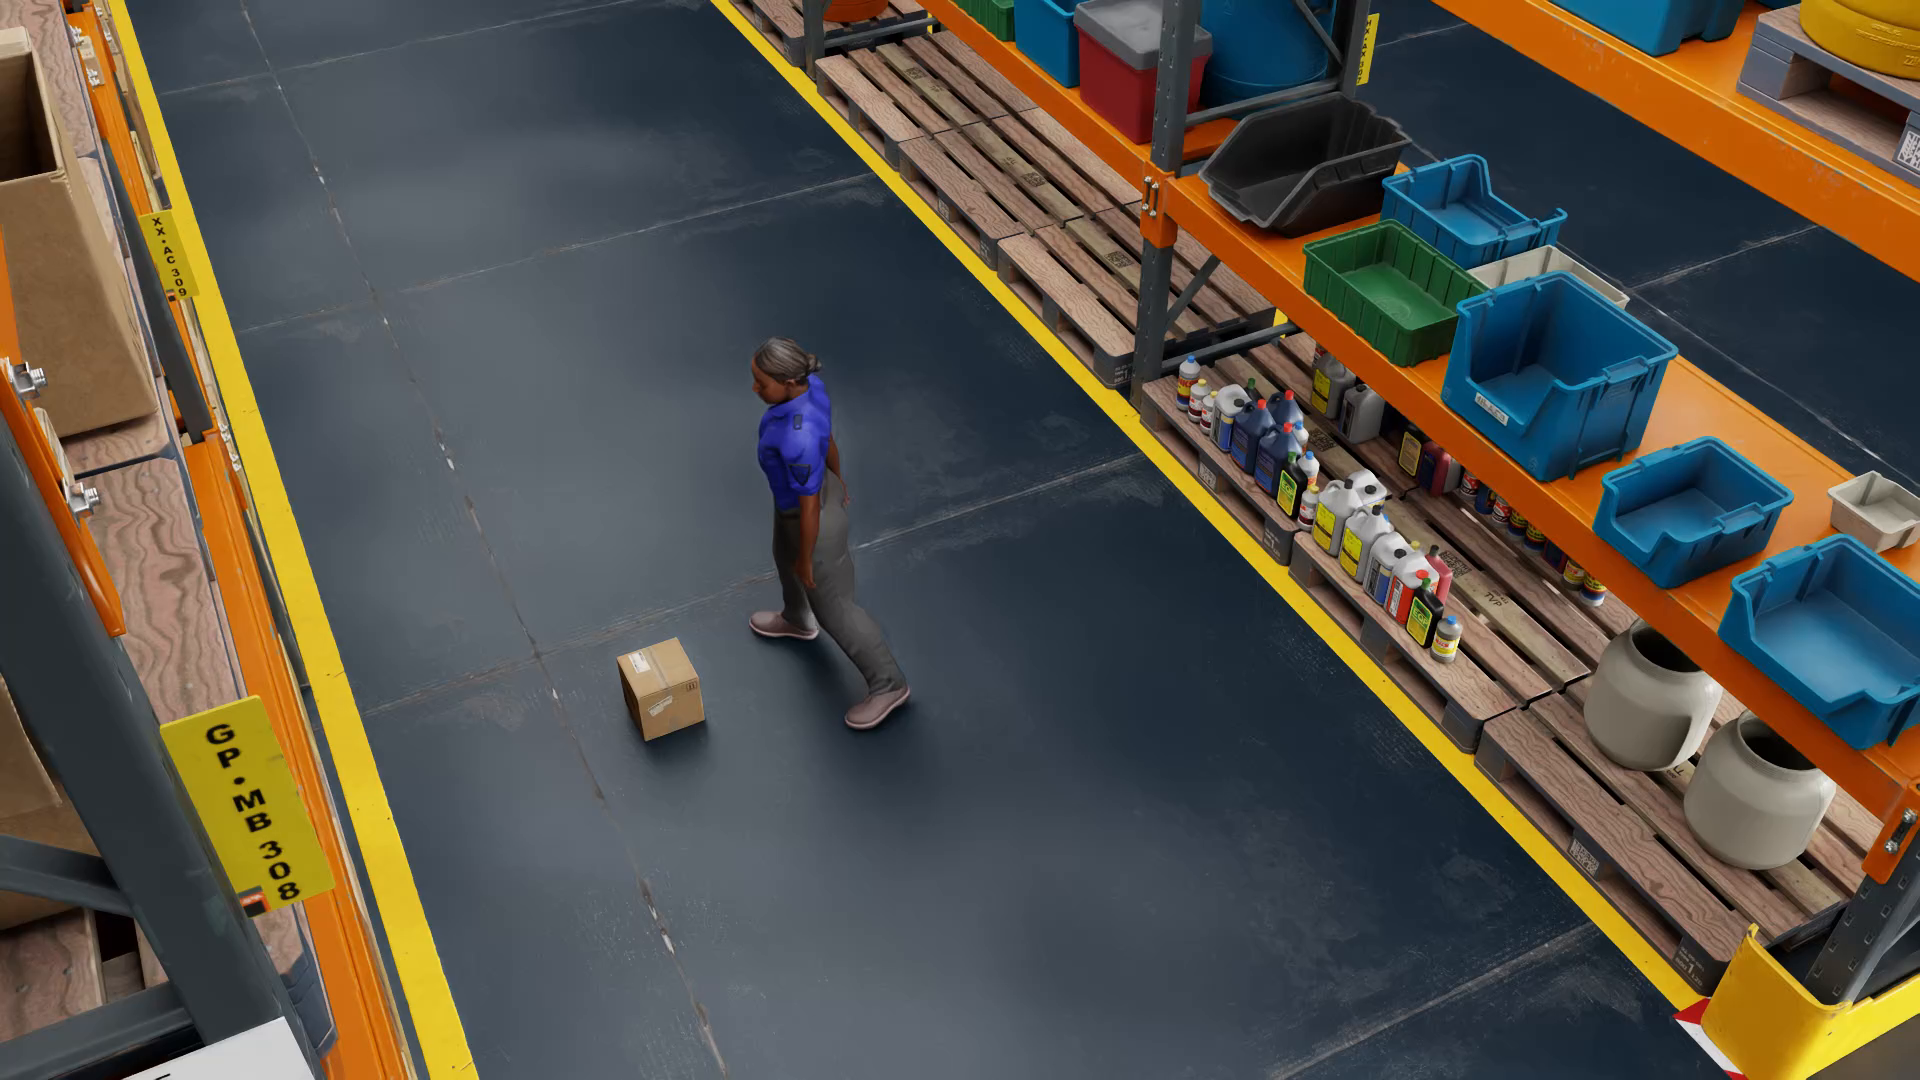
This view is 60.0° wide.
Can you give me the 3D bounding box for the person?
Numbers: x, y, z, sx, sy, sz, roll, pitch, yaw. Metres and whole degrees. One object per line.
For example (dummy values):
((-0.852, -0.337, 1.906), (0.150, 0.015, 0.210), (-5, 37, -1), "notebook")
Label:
((-0.535, -0.068, 6.224), (0.652, 1.631, 0.683), (-3, 42, -3), "person")
